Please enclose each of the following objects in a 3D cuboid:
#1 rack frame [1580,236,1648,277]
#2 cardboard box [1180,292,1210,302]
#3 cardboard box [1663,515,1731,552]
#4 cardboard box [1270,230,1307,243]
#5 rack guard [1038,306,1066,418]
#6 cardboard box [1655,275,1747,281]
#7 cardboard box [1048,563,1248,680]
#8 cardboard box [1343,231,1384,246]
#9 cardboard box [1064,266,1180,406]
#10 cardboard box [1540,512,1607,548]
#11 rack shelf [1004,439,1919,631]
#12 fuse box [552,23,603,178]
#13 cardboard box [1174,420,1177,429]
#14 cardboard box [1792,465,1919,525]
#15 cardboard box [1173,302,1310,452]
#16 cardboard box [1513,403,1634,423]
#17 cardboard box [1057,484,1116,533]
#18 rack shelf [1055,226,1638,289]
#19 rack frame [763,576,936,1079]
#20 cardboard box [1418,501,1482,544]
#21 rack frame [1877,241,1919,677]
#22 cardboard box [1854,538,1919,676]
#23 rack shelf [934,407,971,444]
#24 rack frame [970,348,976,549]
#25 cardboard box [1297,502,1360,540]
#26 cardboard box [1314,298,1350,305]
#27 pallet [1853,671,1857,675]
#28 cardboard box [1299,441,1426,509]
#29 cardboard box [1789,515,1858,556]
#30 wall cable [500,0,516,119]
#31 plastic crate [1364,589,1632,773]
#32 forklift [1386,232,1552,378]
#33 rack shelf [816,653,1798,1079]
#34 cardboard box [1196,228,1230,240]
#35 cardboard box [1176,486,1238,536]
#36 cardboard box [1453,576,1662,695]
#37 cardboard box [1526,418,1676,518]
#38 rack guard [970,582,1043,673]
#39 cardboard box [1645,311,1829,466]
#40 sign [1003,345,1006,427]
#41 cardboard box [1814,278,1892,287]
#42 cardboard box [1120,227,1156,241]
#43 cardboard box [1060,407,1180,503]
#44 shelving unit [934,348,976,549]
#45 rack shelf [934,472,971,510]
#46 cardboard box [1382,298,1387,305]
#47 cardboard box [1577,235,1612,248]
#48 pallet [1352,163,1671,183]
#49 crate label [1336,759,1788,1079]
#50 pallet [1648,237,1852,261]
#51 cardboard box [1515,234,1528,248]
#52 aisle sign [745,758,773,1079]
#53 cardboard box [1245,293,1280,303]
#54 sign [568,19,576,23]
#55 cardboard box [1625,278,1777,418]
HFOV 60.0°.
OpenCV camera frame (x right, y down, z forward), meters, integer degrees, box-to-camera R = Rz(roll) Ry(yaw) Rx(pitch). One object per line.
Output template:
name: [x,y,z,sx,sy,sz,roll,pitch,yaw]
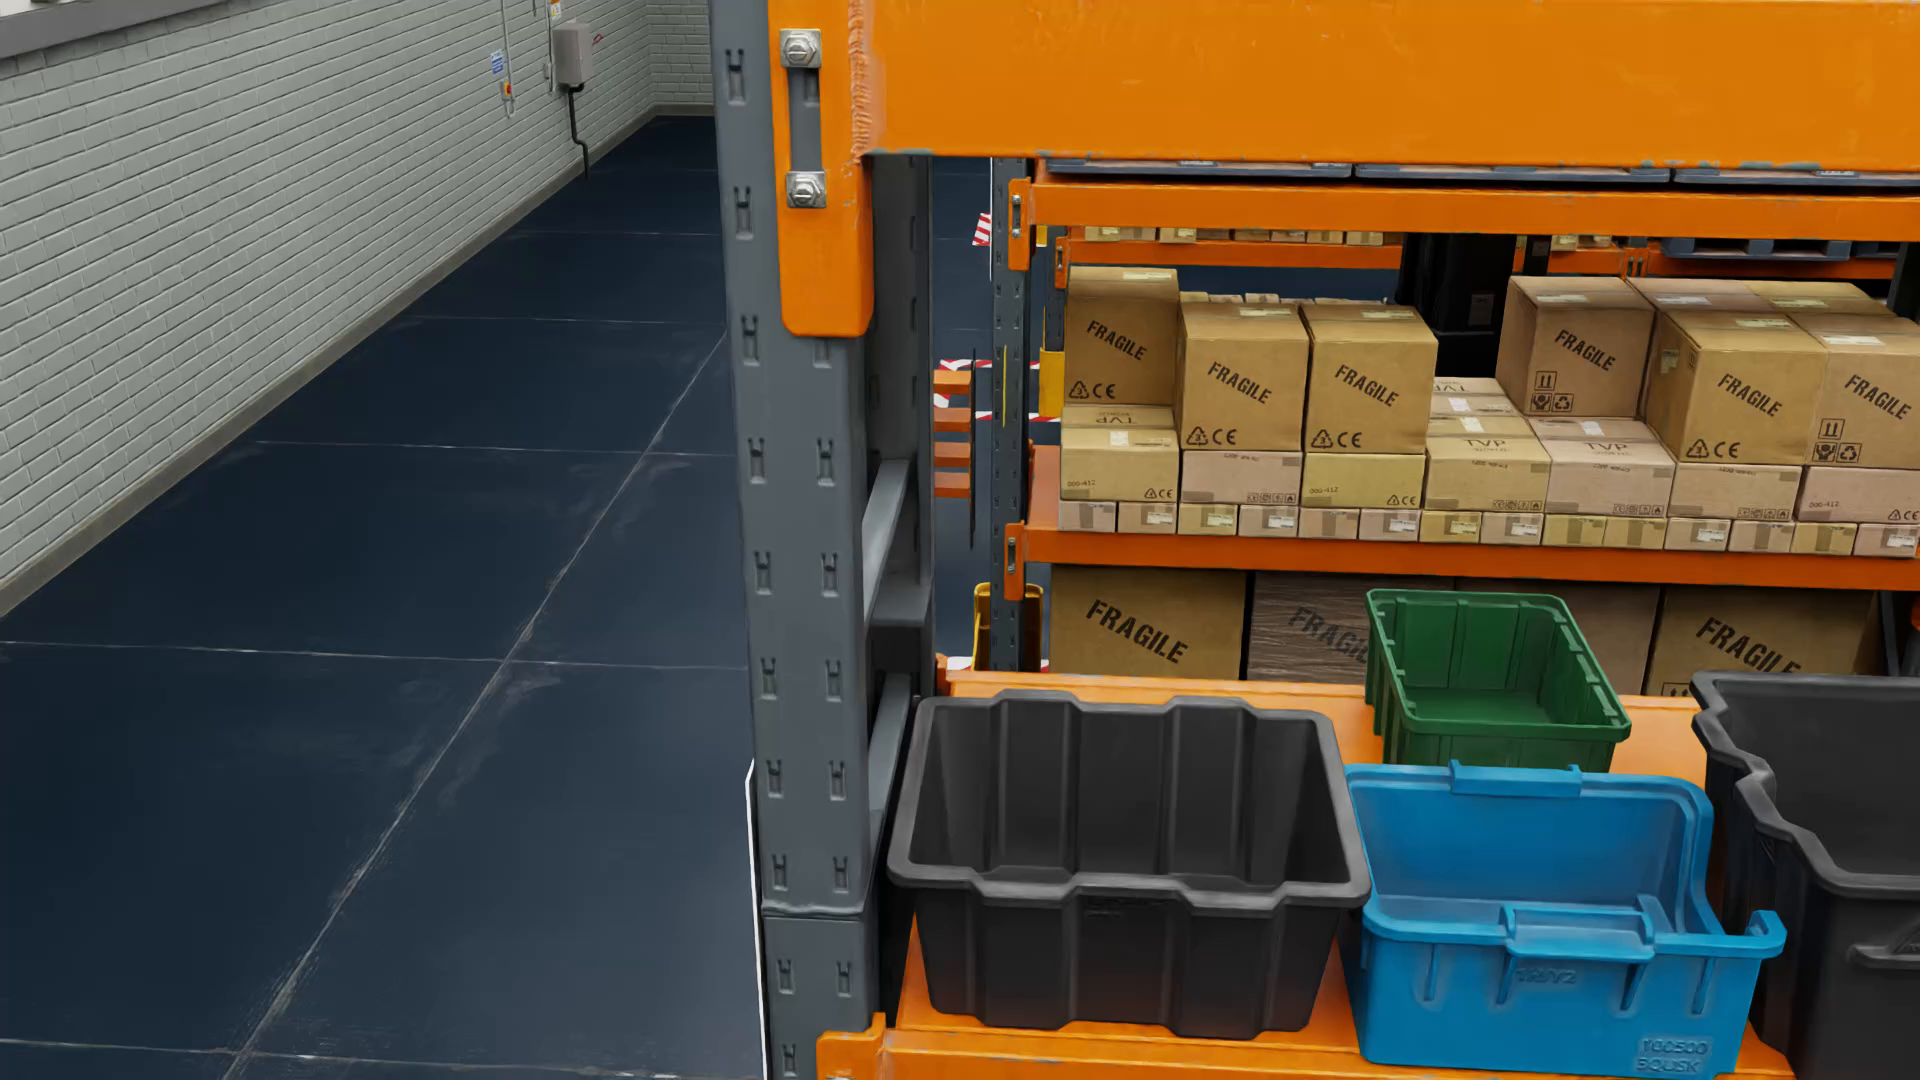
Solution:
rack frame: [4.703,-2.377,11.828,0.127,3.000,1.000,2,25,4]
cardboard box: [1.776,-1.773,12.710,0.250,0.149,0.380,1,25,3]
cardboard box: [3.125,-0.097,7.173,0.250,0.149,0.380,2,25,5]
cardboard box: [2.315,-2.233,11.814,0.250,0.149,0.380,1,25,3]
rack guard: [0.791,-1.367,12.624,0.348,0.500,1.175,2,25,4]
cardboard box: [5.465,-1.855,12.283,0.500,0.250,0.500,1,25,3]
cardboard box: [0.879,0.320,8.005,0.875,0.875,0.875,2,25,4]
cardboard box: [2.836,-2.195,11.732,0.250,0.149,0.380,2,25,5]
cardboard box: [0.740,-0.943,7.637,0.500,0.500,0.500,2,25,5]
cardboard box: [2.612,-0.113,7.209,0.250,0.149,0.380,1,25,3]
rack shelf: [2.229,-0.051,7.632,4.000,0.370,1.077,2,25,4]
fuse box: [-4.325,-5.028,19.130,0.414,1.711,0.539,2,25,4]
cardboard box: [1.244,-0.587,7.761,0.500,0.250,0.500,1,25,3]
cardboard box: [3.762,-0.285,7.105,0.500,0.250,0.500,1,25,3]
cardboard box: [1.191,-0.705,7.121,0.500,0.500,0.500,1,25,3]
cardboard box: [2.762,-0.537,7.652,0.500,0.250,0.500,2,25,5]
cardboard box: [0.563,-0.178,7.350,0.250,0.149,0.380,2,25,5]
rack shelf: [2.709,-2.115,12.118,4.000,0.370,1.077,2,25,4]
rack frame: [-0.145,1.623,3.135,0.127,3.000,1.000,2,25,4]
cardboard box: [2.097,-0.130,7.244,0.250,0.149,0.380,1,25,3]
rack frame: [4.223,-0.313,7.343,0.127,3.000,1.000,2,25,4]
cardboard box: [4.862,0.473,7.673,0.875,0.875,1.225,2,25,4]
rack shelf: [-0.165,-0.692,9.945,0.480,0.148,0.258,2,25,4]
rack frame: [0.078,-0.543,9.994,0.015,1.200,0.240,2,25,4]
cardboard box: [1.588,-0.146,7.280,0.250,0.149,0.380,1,25,3]
cardboard box: [2.819,-1.701,12.555,0.250,0.149,0.380,2,25,4]
pallet: [4.998,0.947,7.940,1.213,0.211,1.003,2,25,4]
cardboard box: [1.712,-0.349,7.244,0.500,0.250,0.500,1,25,2]
cardboard box: [3.636,-0.081,7.137,0.250,0.149,0.380,2,25,5]
wall cable: [-4.631,-5.218,16.749,0.123,1.953,0.585,2,25,4]
plastic crate: [0.860,0.269,2.742,0.336,0.188,0.450,2,25,4]
forklift: [3.420,-1.436,9.864,3.031,2.935,1.130,-2,25,-4]
rack shelf: [1.849,0.651,2.519,4.000,0.370,1.077,2,25,4]
cardboard box: [1.803,-2.271,11.898,0.250,0.149,0.380,3,25,6]
cardboard box: [1.074,-0.163,7.316,0.250,0.149,0.380,1,25,3]
cardboard box: [2.673,0.378,7.880,0.875,0.875,0.875,2,25,4]
cardboard box: [2.737,-0.317,7.174,0.500,0.250,0.500,2,25,5]
rack guard: [0.210,0.693,8.145,0.348,0.500,1.175,2,25,4]
cardboard box: [3.245,-0.642,6.983,0.500,0.500,0.500,2,25,5]
sign: [0.186,-0.640,6.921,0.005,0.325,0.100,2,25,4]
cardboard box: [6.505,-1.822,12.212,0.500,0.250,0.500,1,25,2]
cardboard box: [1.270,-2.253,11.859,0.250,0.149,0.380,3,25,6]
cardboard box: [0.692,-0.380,7.312,0.500,0.250,0.500,1,25,3]
shelving unit: [-0.165,-0.550,10.011,0.503,1.200,0.258,2,25,4]
rack shelf: [-0.165,-0.309,10.122,0.480,0.148,0.258,2,25,4]
cardboard box: [3.340,-1.703,12.559,0.250,0.149,0.380,2,25,5]
cardboard box: [4.400,-2.175,11.689,0.250,0.149,0.380,2,25,3]
pallet: [2.195,-1.706,6.888,1.213,0.211,1.003,2,25,4]
crate label: [0.750,0.492,2.182,0.502,0.251,0.408,2,25,4]
pallet: [5.454,-2.205,11.683,1.213,0.211,1.003,2,25,4]
cardboard box: [3.873,-2.171,11.681,0.250,0.149,0.380,3,25,6]
aisle sign: [-0.239,0.563,2.327,0.004,0.787,0.394,2,25,4]
cardboard box: [2.302,-1.753,12.667,0.250,0.149,0.380,3,25,6]
sign: [-4.493,-5.783,19.342,0.001,0.494,0.329,2,25,4]
cardboard box: [3.274,-0.862,7.461,0.500,0.500,0.500,2,25,4]
